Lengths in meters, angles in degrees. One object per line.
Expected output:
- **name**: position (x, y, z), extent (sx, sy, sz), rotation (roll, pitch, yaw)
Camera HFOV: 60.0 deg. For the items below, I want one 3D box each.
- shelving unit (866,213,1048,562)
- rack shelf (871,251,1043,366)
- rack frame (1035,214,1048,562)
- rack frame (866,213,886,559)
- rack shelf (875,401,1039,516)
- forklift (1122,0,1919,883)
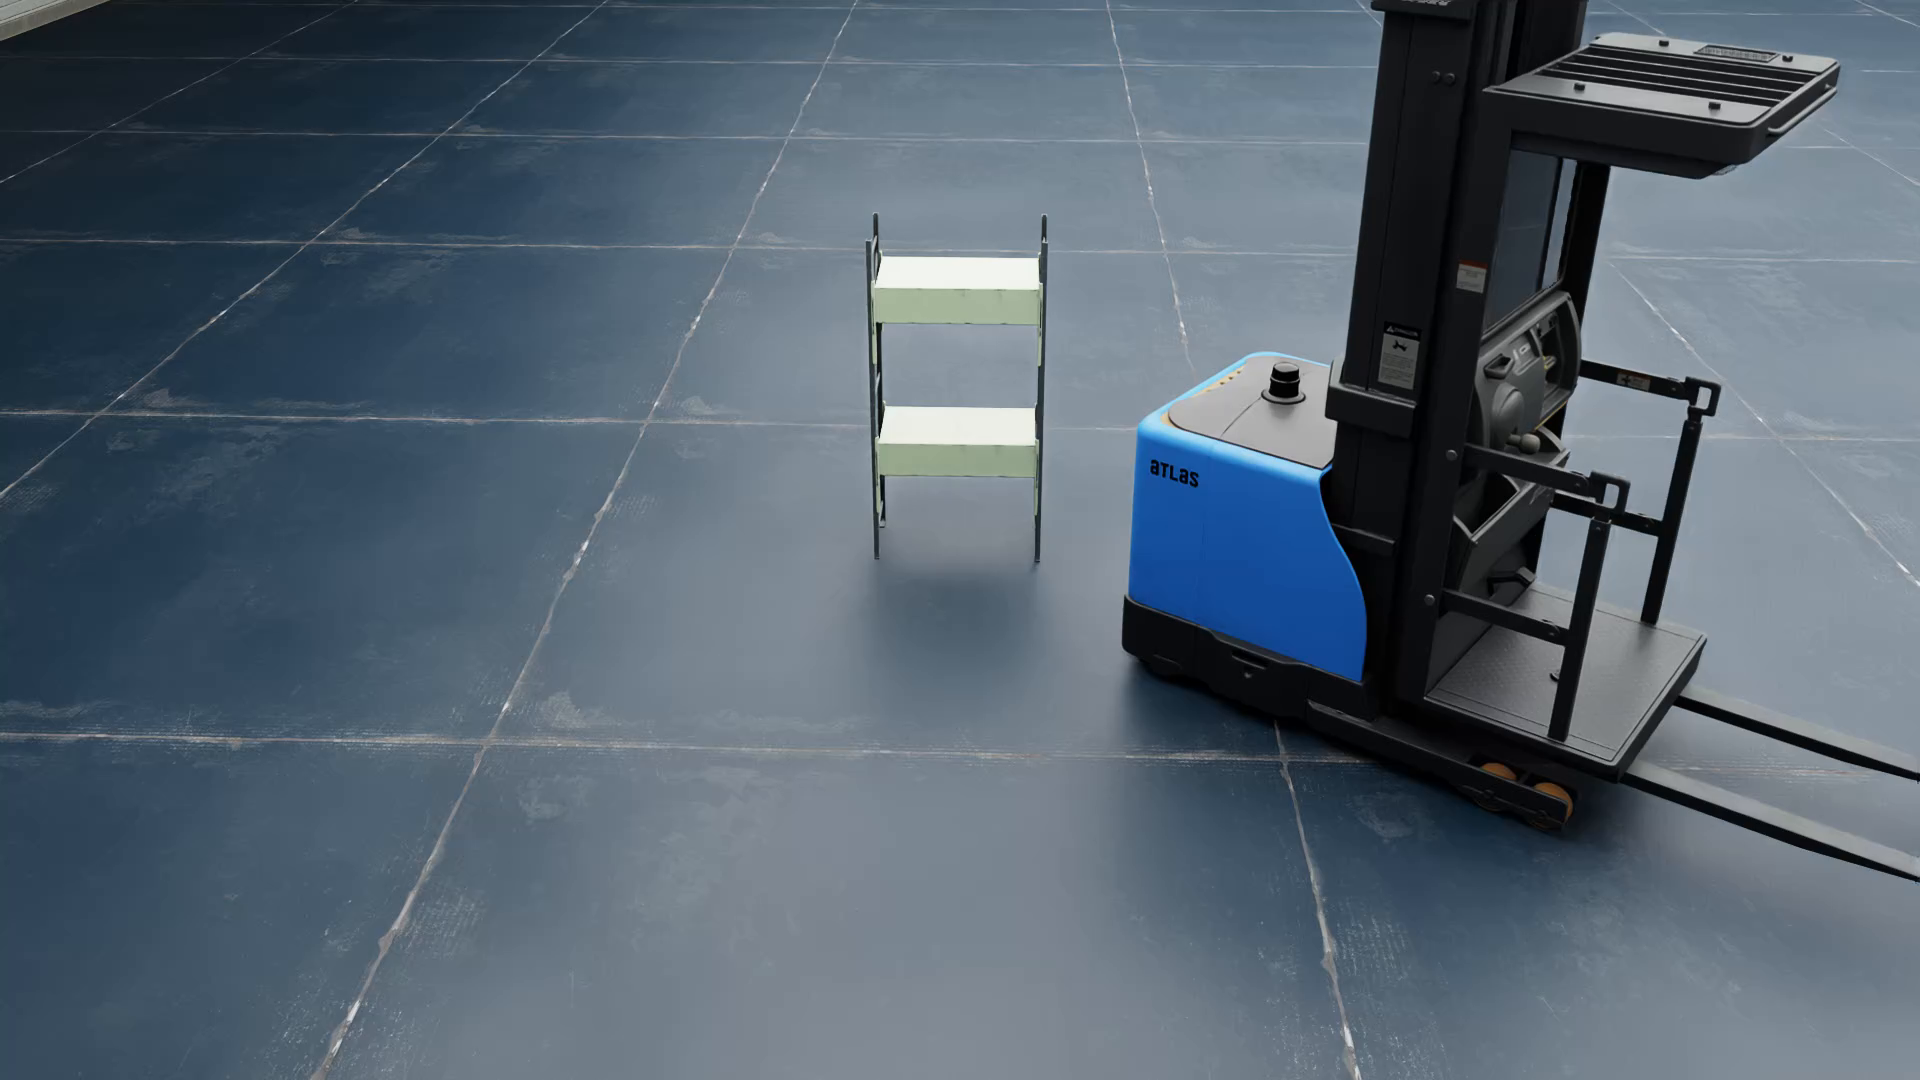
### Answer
- **shelving unit**: position (-0.007, -0.663, 7.399), extent (0.755, 1.500, 0.431), rotation (1, 28, 2)
- **rack shelf**: position (-0.007, -1.008, 7.216), extent (0.720, 0.370, 0.431), rotation (1, 28, 2)
- **rack frame**: position (0.359, -0.657, 7.388), extent (0.023, 1.500, 0.400), rotation (1, 28, 2)
- **rack frame**: position (-0.372, -0.669, 7.410), extent (0.023, 1.500, 0.400), rotation (1, 28, 2)
- **rack shelf**: position (-0.007, -0.375, 7.552), extent (0.720, 0.370, 0.431), rotation (1, 28, 2)
- **forklift**: position (2.138, -0.557, 5.672), extent (3.031, 2.935, 1.130), rotation (20, 34, 33)
